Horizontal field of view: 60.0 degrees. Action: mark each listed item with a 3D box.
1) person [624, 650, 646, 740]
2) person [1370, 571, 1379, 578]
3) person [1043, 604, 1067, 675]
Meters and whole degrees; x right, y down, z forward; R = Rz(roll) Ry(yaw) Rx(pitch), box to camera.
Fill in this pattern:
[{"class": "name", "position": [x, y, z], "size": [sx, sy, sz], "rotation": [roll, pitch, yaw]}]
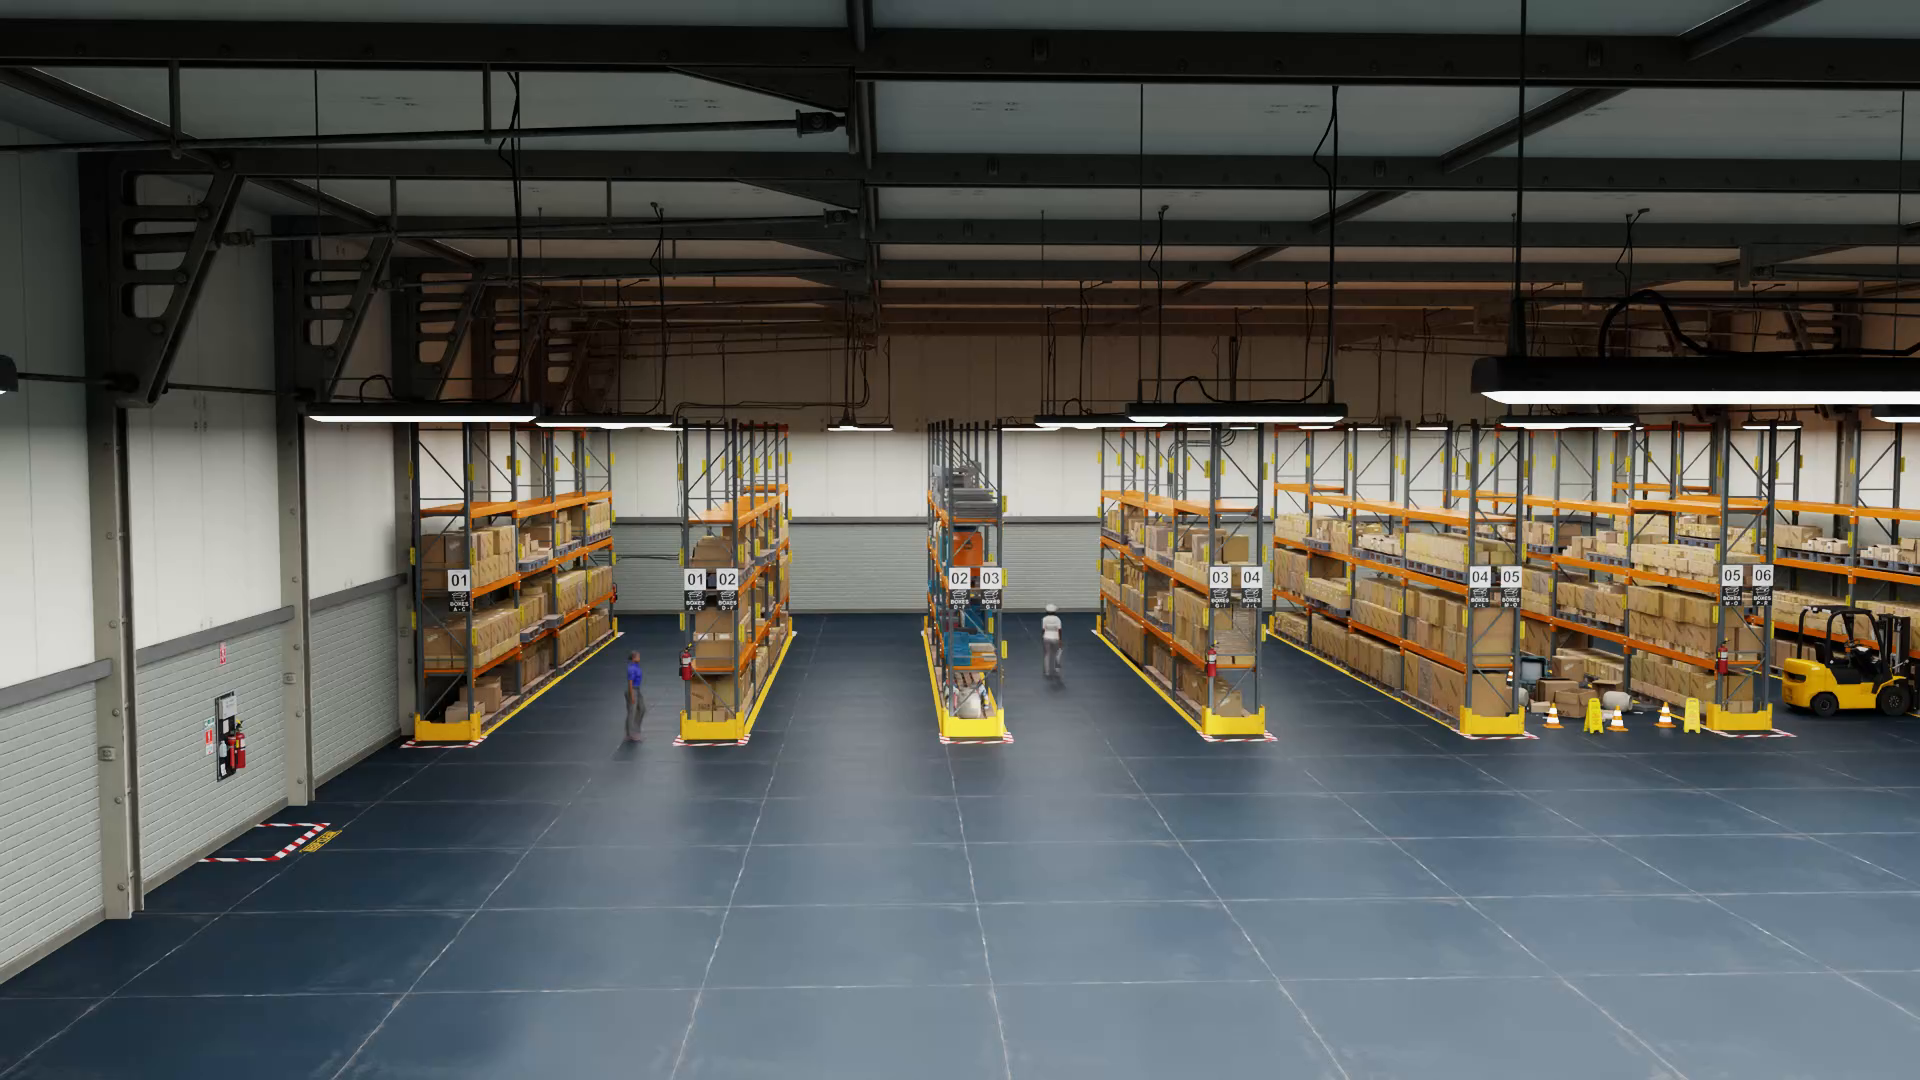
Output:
[{"class": "person", "position": [-6.108, 2.930, 31.187], "size": [0.328, 1.726, 0.493], "rotation": [0, 4, 5]}, {"class": "person", "position": [12.226, 1.733, 49.072], "size": [0.495, 1.668, 0.486], "rotation": [0, 4, -5]}, {"class": "person", "position": [2.212, 2.346, 39.359], "size": [0.487, 1.678, 0.697], "rotation": [2, 4, 24]}]
